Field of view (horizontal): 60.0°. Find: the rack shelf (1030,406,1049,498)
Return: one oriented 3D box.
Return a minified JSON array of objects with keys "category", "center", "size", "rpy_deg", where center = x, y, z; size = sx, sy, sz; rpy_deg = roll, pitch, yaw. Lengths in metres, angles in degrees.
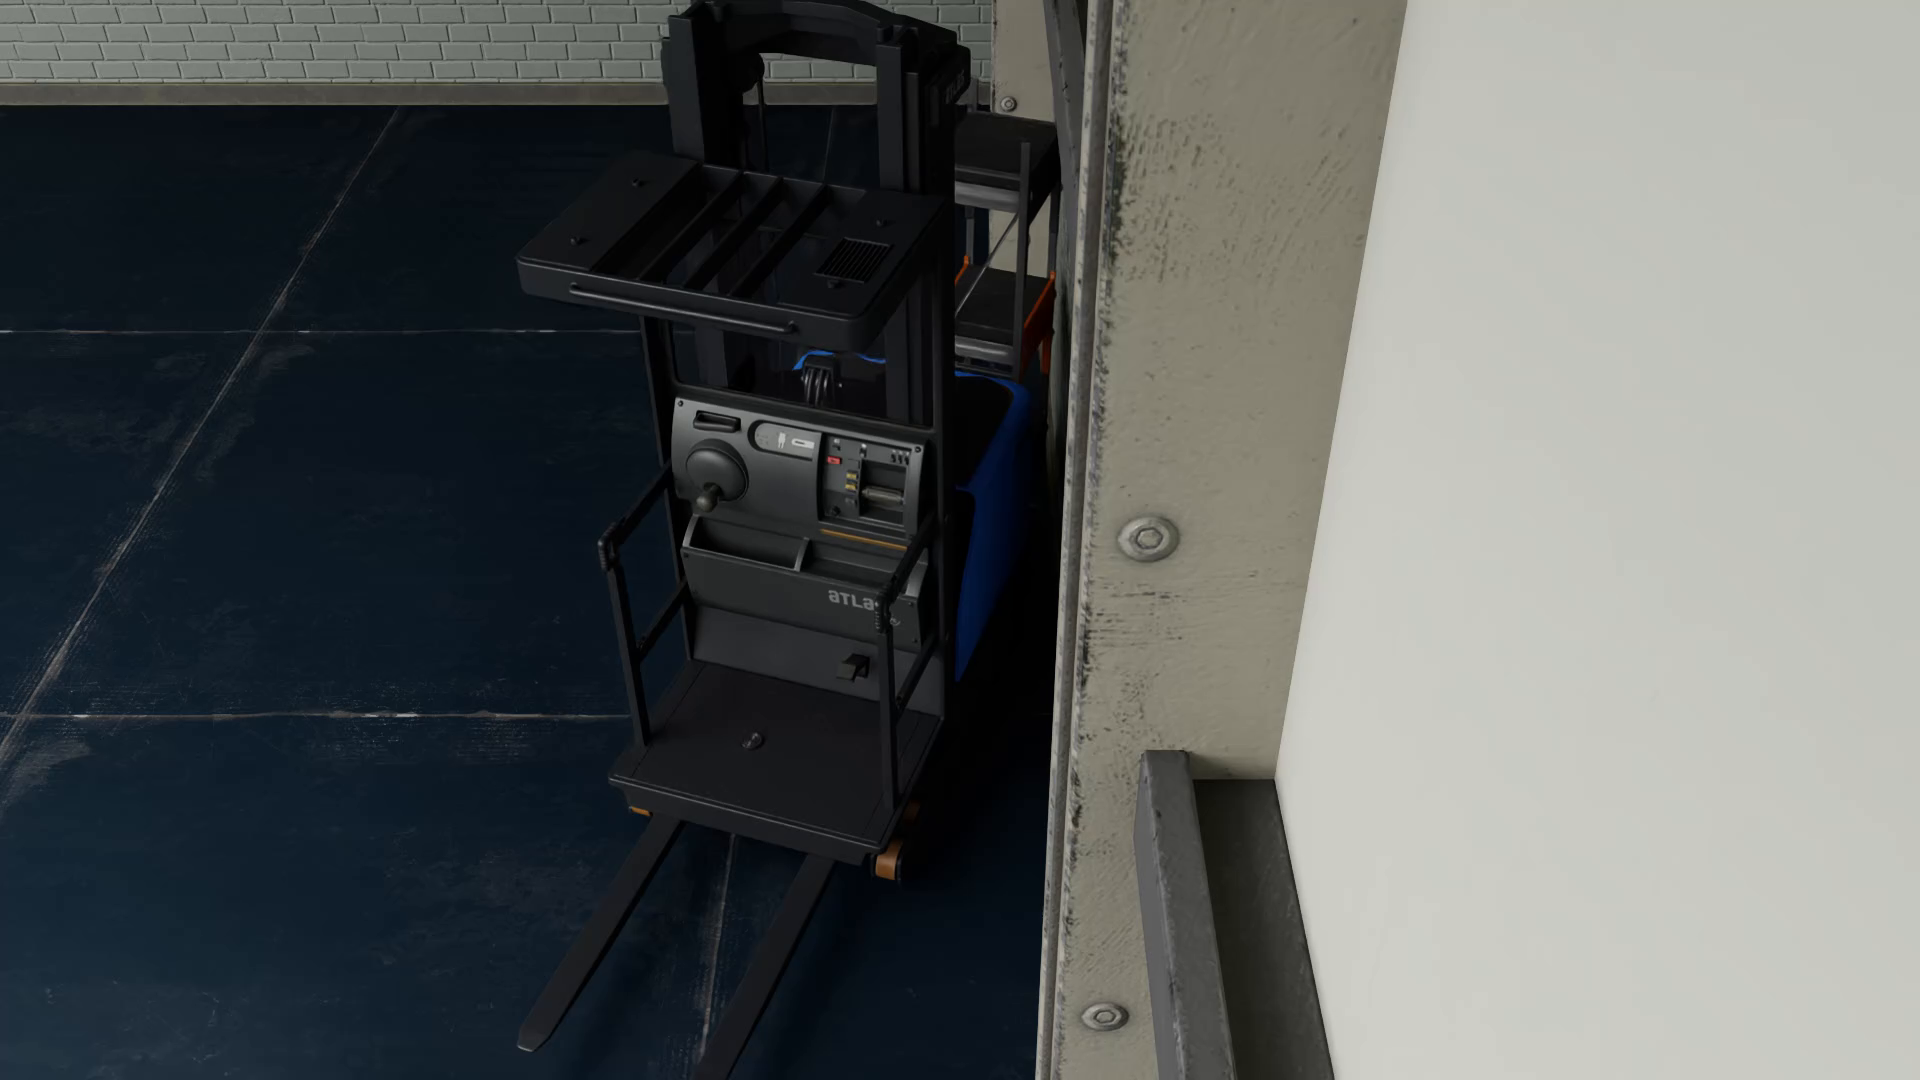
[{"category":"rack shelf","center":[0.126,-0.306,7.588],"size":[0.431,0.518,0.480],"rpy_deg":[12,40,14]}]

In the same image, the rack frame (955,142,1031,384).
[{"category":"rack frame","center":[0.060,-0.716,6.958],"size":[0.400,2.100,0.015],"rpy_deg":[12,40,14]}]

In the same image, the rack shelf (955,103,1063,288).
[{"category":"rack shelf","center":[0.148,-1.394,6.707],"size":[0.431,0.518,0.480],"rpy_deg":[12,40,14]}]

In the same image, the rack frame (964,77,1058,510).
[{"category":"rack frame","center":[0.214,-1.006,7.320],"size":[0.400,2.100,0.015],"rpy_deg":[12,40,14]}]

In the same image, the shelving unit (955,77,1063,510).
[{"category":"shelving unit","center":[0.137,-0.861,7.139],"size":[0.431,2.100,0.503],"rpy_deg":[12,40,14]}]

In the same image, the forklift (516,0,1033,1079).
[{"category":"forklift","center":[-0.634,-0.169,5.618],"size":[1.130,2.935,3.031],"rpy_deg":[12,40,14]}]

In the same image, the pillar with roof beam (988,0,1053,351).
[{"category":"pillar with roof beam","center":[-3.994,-4.662,6.372],"size":[9.100,9.000,0.400],"rpy_deg":[0,39,0]}]

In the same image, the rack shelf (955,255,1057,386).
[{"category":"rack shelf","center":[0.137,-0.850,7.147],"size":[0.431,0.518,0.480],"rpy_deg":[12,40,14]}]
